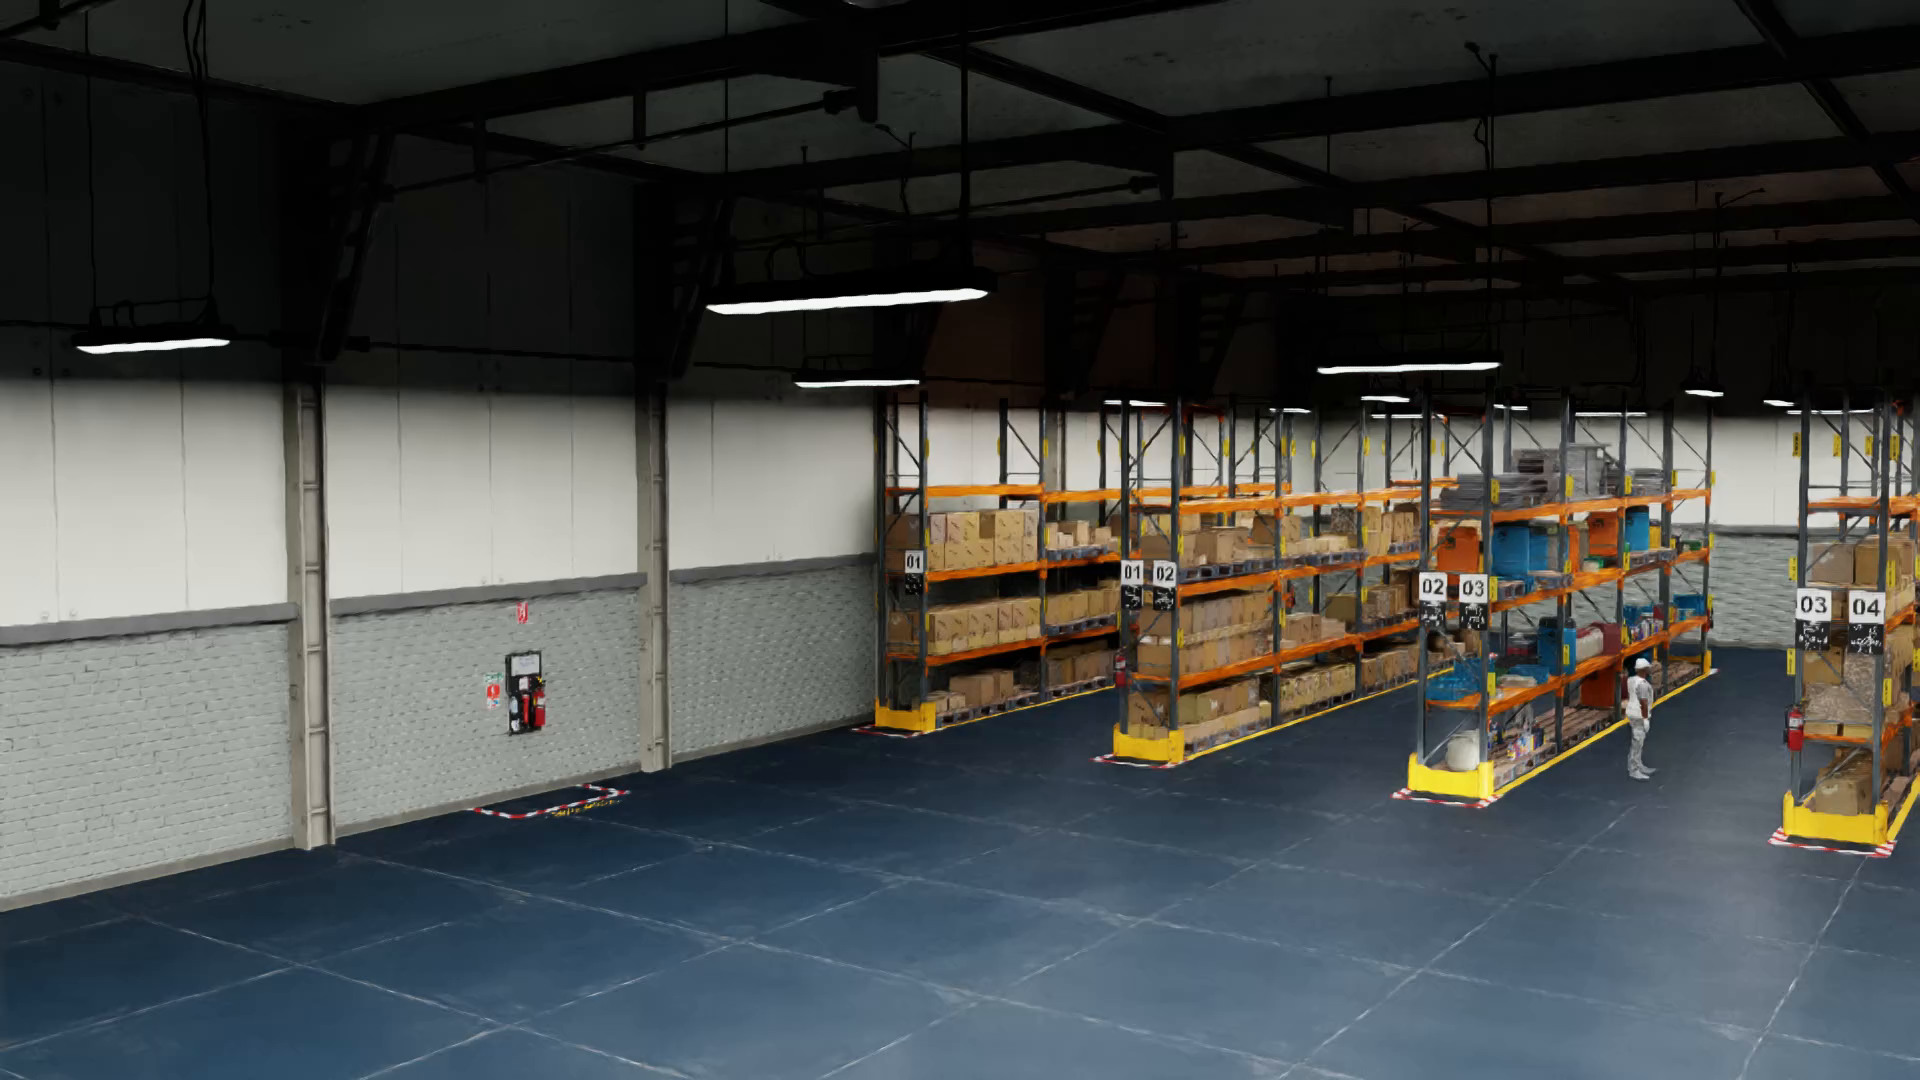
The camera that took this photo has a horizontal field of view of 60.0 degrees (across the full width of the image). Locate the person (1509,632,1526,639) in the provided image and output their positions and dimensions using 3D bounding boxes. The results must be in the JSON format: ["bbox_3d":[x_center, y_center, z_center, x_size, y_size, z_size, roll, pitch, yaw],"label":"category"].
[{"bbox_3d":[9.556,2.066,28.409,0.402,0.994,0.524,2,4,26],"label":"person"}]

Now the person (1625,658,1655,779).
[{"bbox_3d":[10.362,2.694,25.205,0.472,1.782,0.535,0,3,7],"label":"person"}]
